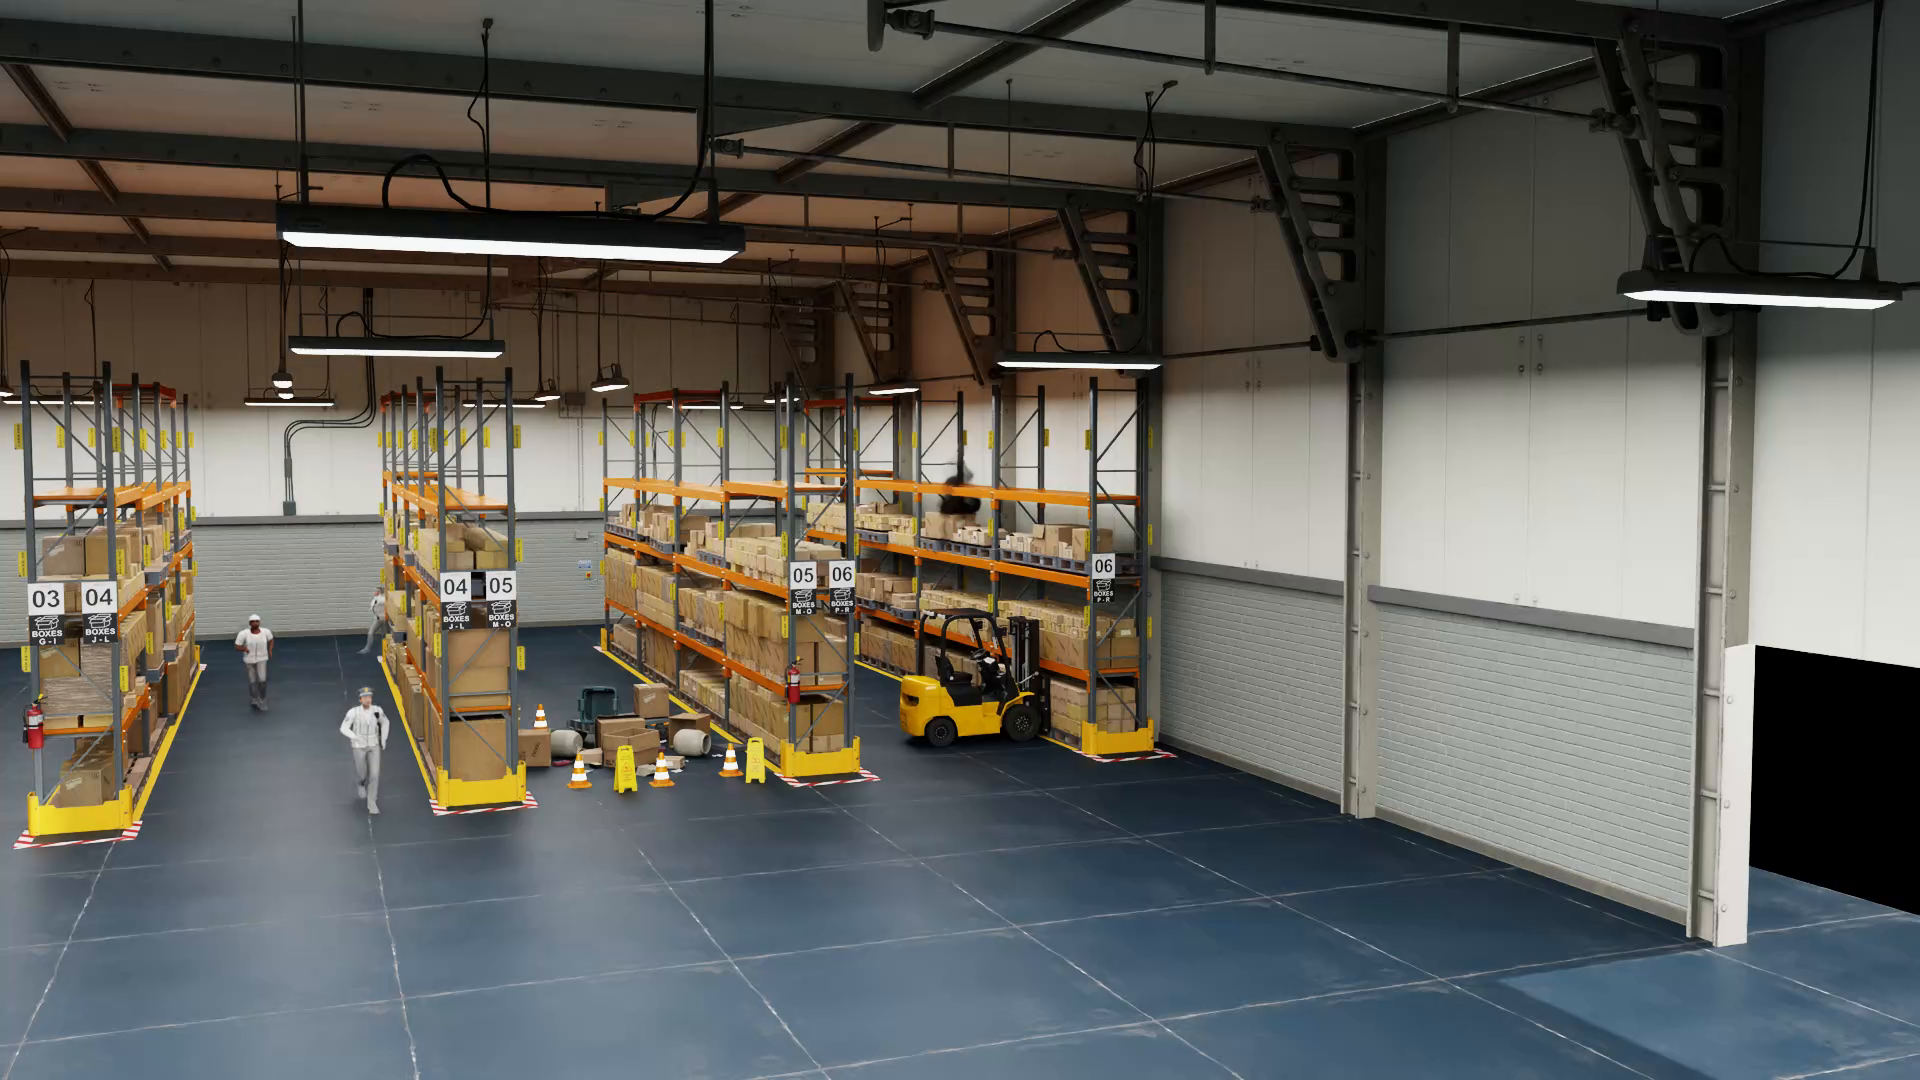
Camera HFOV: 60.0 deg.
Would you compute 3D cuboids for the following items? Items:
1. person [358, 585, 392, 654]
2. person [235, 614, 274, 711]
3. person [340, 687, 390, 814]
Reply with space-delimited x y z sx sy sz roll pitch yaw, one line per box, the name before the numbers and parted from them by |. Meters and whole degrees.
person | -13.540 1.846 38.854 0.965 1.628 0.687 -2 4 -29
person | -13.070 2.281 30.824 0.675 1.817 0.754 -2 4 -24
person | -8.058 2.823 22.571 0.657 1.697 0.797 -2 4 -28
